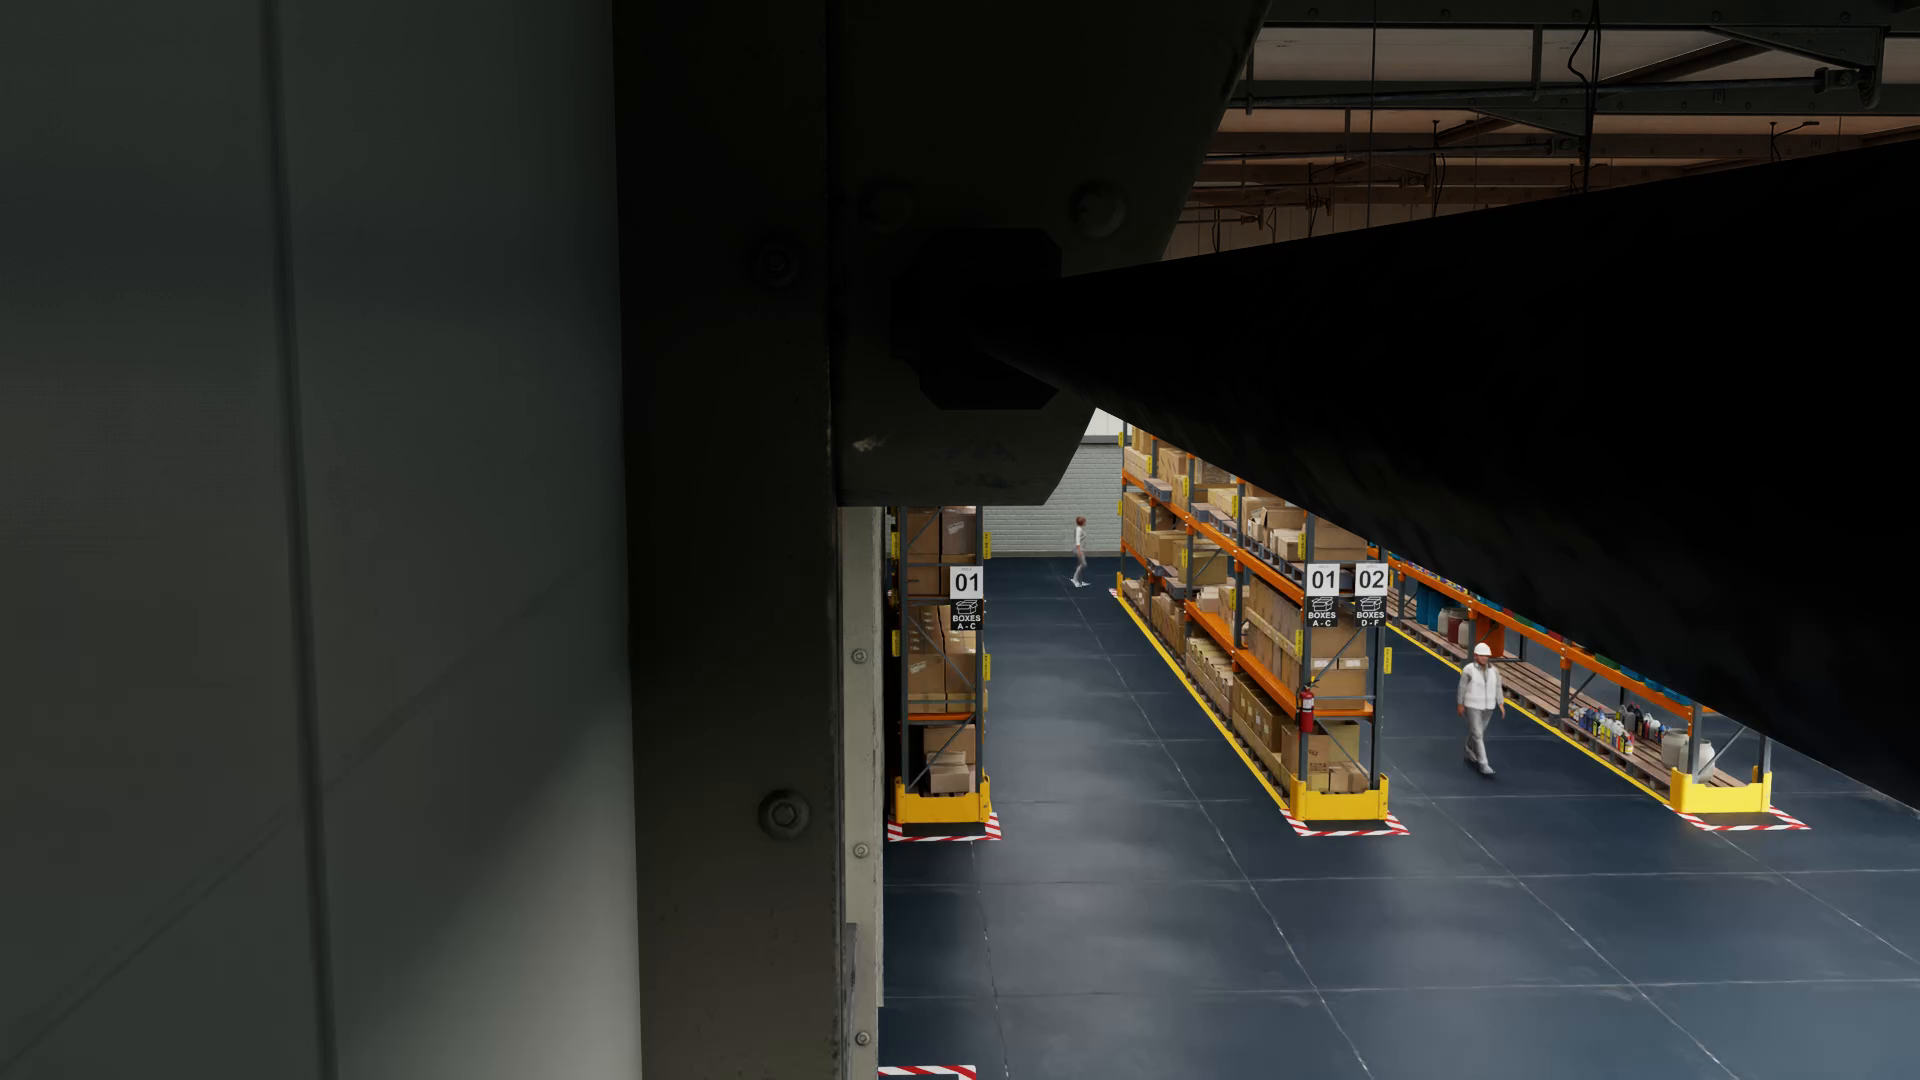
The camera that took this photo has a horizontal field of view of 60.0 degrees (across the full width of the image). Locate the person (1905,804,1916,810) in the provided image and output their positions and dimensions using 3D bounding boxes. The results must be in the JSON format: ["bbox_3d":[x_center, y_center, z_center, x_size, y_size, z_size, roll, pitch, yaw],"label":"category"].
[{"bbox_3d":[12.007,2.585,20.471,0.580,1.736,1.014,-1,8,-7],"label":"person"}]

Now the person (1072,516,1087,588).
[{"bbox_3d":[2.714,0.325,37.598,0.346,1.510,0.476,1,8,10],"label":"person"}]

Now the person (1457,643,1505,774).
[{"bbox_3d":[7.151,2.272,22.740,0.559,1.722,1.001,-2,8,-12],"label":"person"}]
